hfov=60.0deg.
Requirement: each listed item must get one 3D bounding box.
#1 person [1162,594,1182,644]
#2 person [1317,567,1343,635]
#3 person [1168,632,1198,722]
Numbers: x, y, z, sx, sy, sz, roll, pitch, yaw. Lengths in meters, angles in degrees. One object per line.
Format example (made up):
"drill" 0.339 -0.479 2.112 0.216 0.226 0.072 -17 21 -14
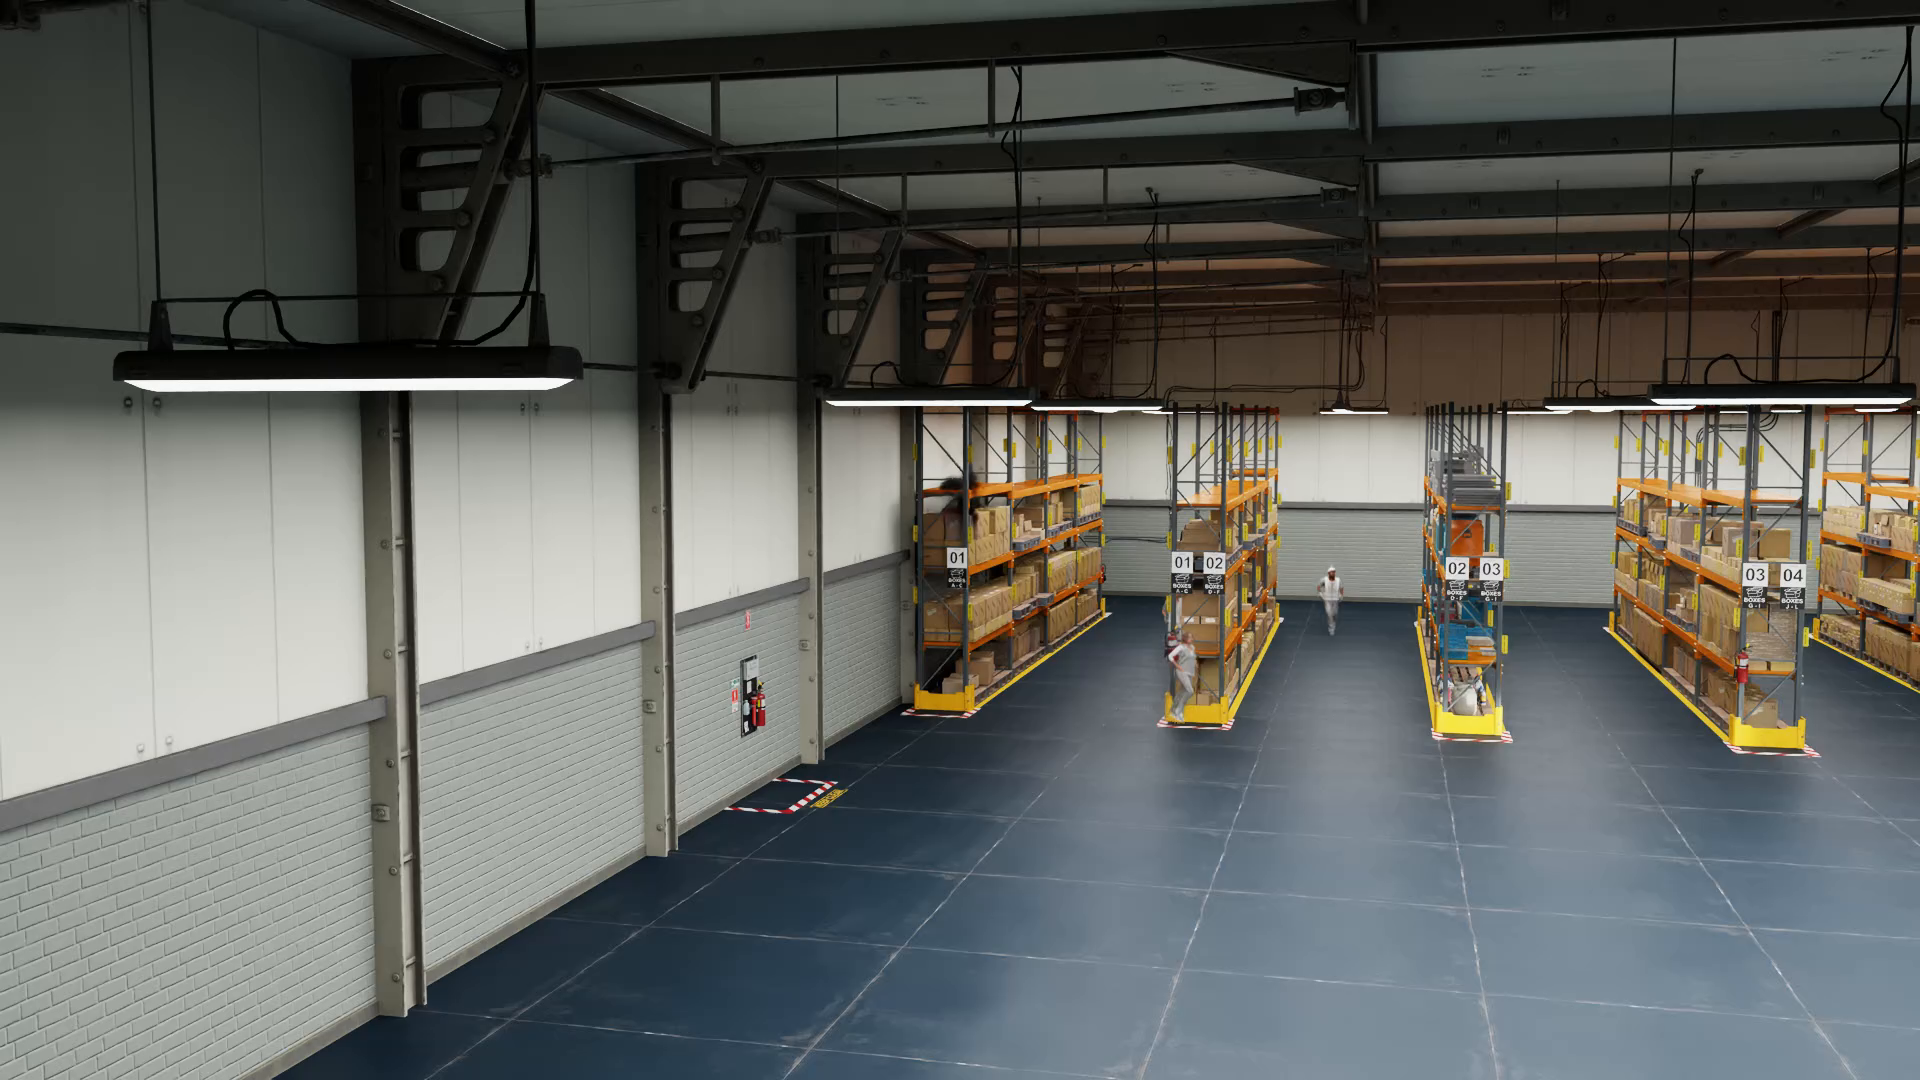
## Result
"person" 5.057 1.971 39.011 0.648 1.737 0.614 1 4 9
"person" 9.796 1.601 43.962 0.685 1.770 0.830 0 4 0
"person" 4.050 2.455 29.889 0.568 1.621 0.534 -4 6 -44
